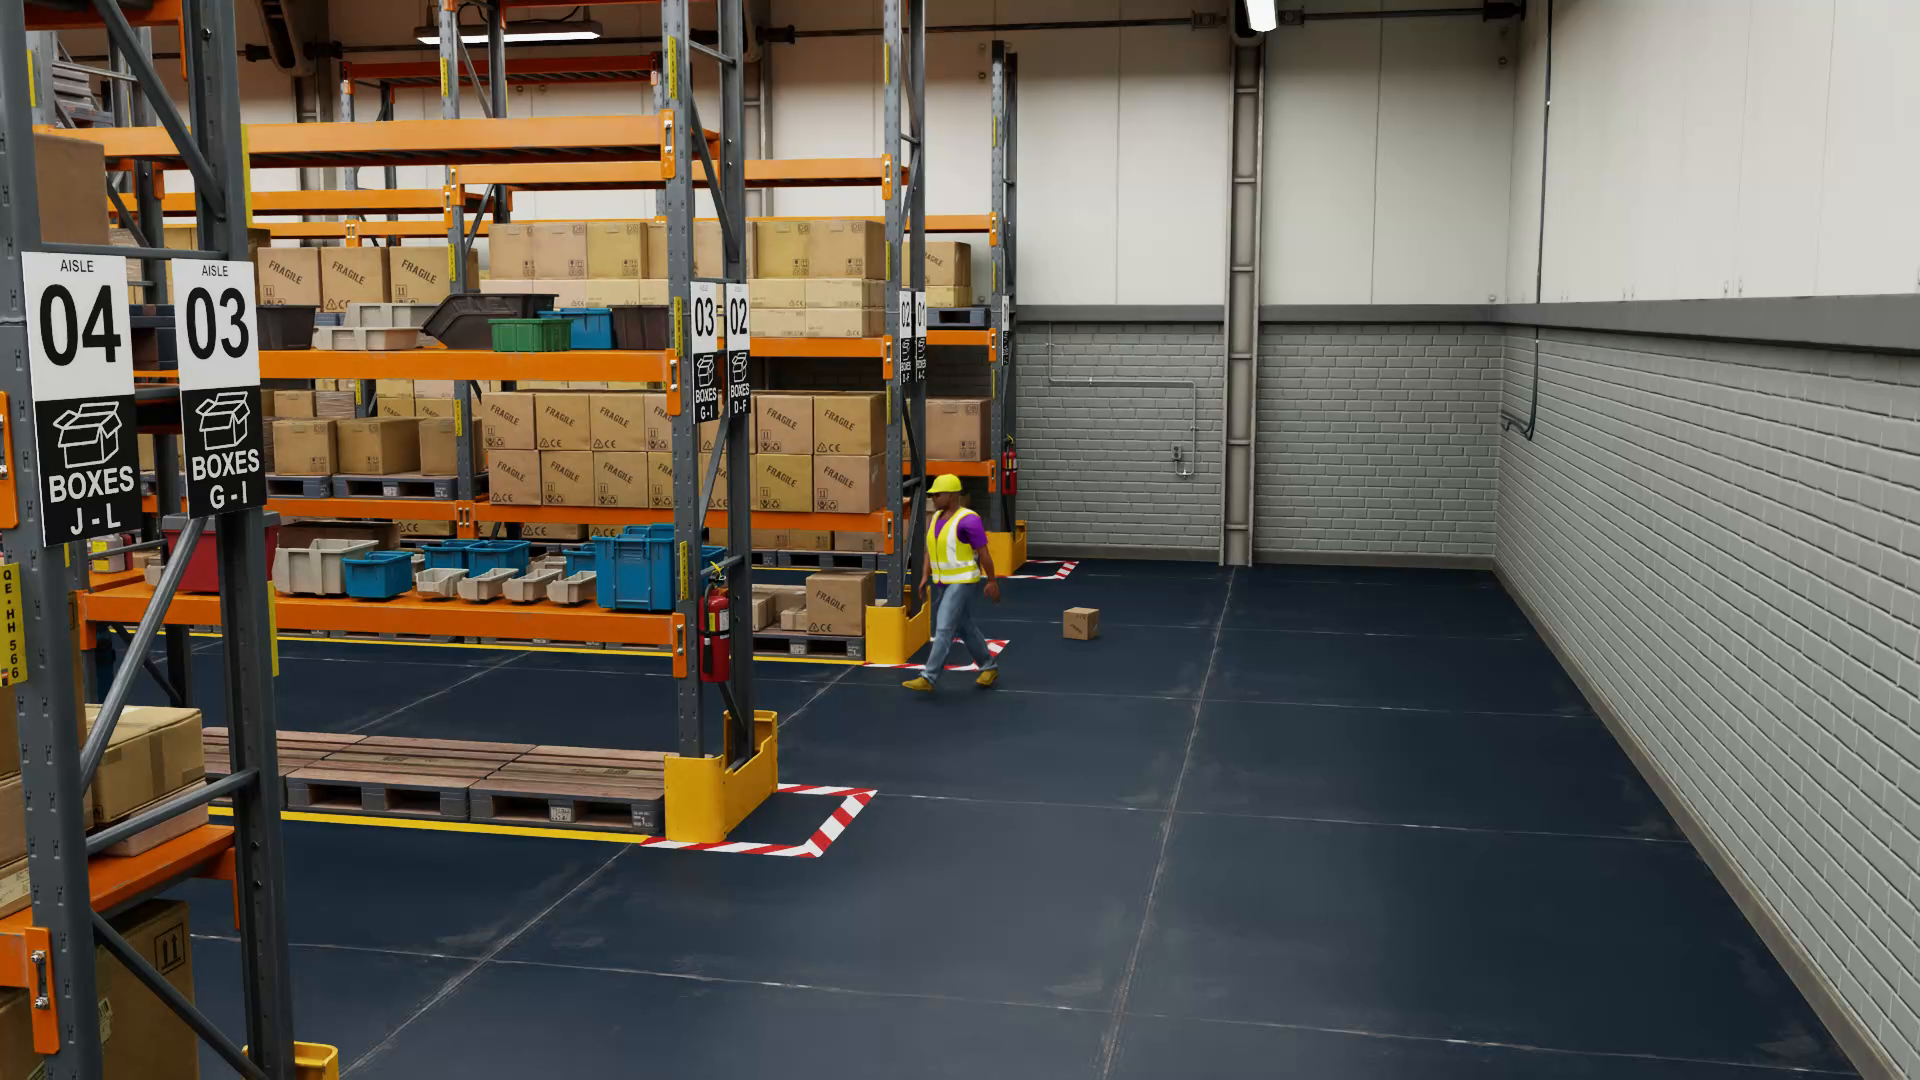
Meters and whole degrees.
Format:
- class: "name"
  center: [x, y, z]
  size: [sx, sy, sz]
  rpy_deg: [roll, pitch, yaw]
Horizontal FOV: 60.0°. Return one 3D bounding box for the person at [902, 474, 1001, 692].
- class: "person"
  center: [-0.109, 0.336, 13.276]
  size: [0.986, 1.711, 0.631]
  rpy_deg: [-6, 10, -35]
